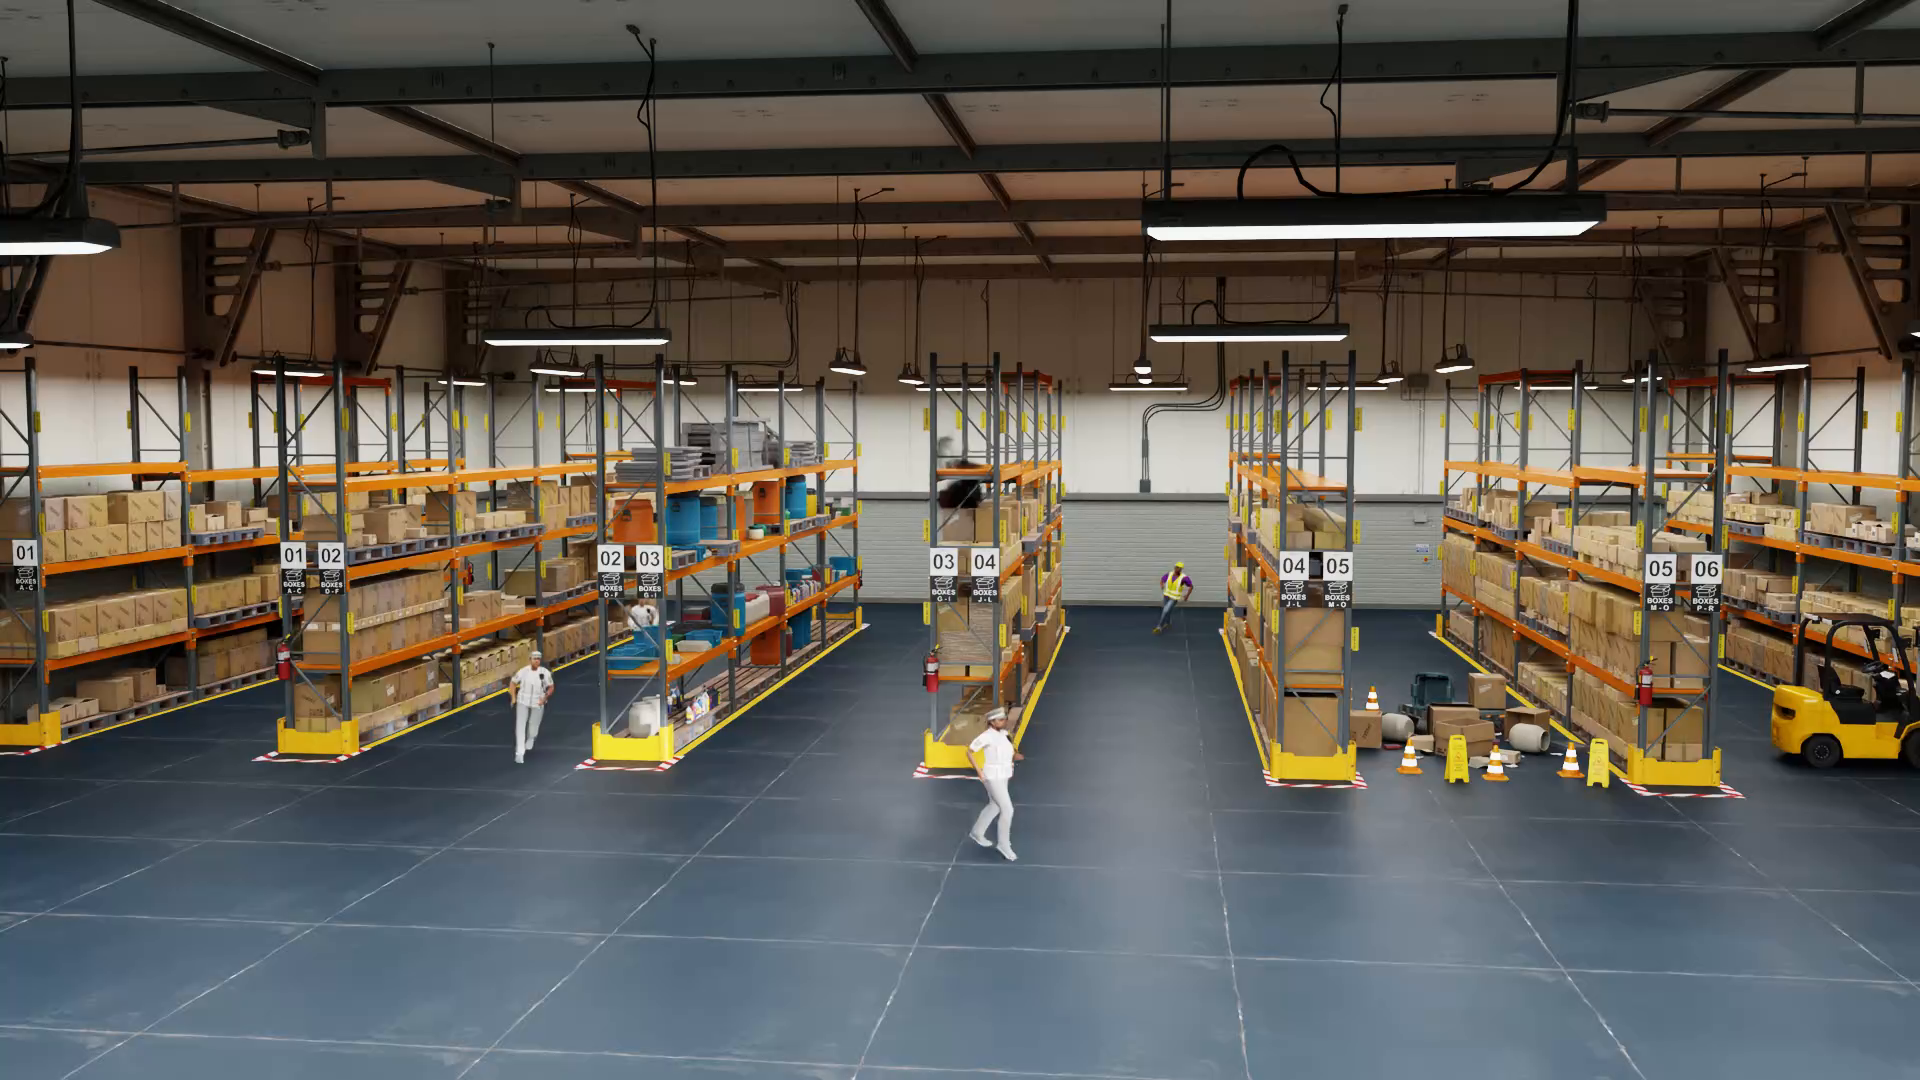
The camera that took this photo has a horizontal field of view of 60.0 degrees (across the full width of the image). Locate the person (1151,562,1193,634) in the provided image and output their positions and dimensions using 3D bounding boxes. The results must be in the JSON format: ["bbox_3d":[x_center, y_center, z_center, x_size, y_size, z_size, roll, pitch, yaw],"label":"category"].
[{"bbox_3d":[4.919,1.358,39.490,0.962,1.692,0.841,-3,5,-34],"label":"person"}]

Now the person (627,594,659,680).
[{"bbox_3d":[-6.234,1.852,32.750,0.617,1.700,0.882,0,4,-2],"label":"person"}]

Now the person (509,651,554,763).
[{"bbox_3d":[-6.380,2.465,24.789,0.647,1.641,0.683,-1,4,-12],"label":"person"}]

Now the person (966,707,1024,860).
[{"bbox_3d":[0.416,2.798,19.243,0.755,1.758,0.546,2,5,31],"label":"person"}]
